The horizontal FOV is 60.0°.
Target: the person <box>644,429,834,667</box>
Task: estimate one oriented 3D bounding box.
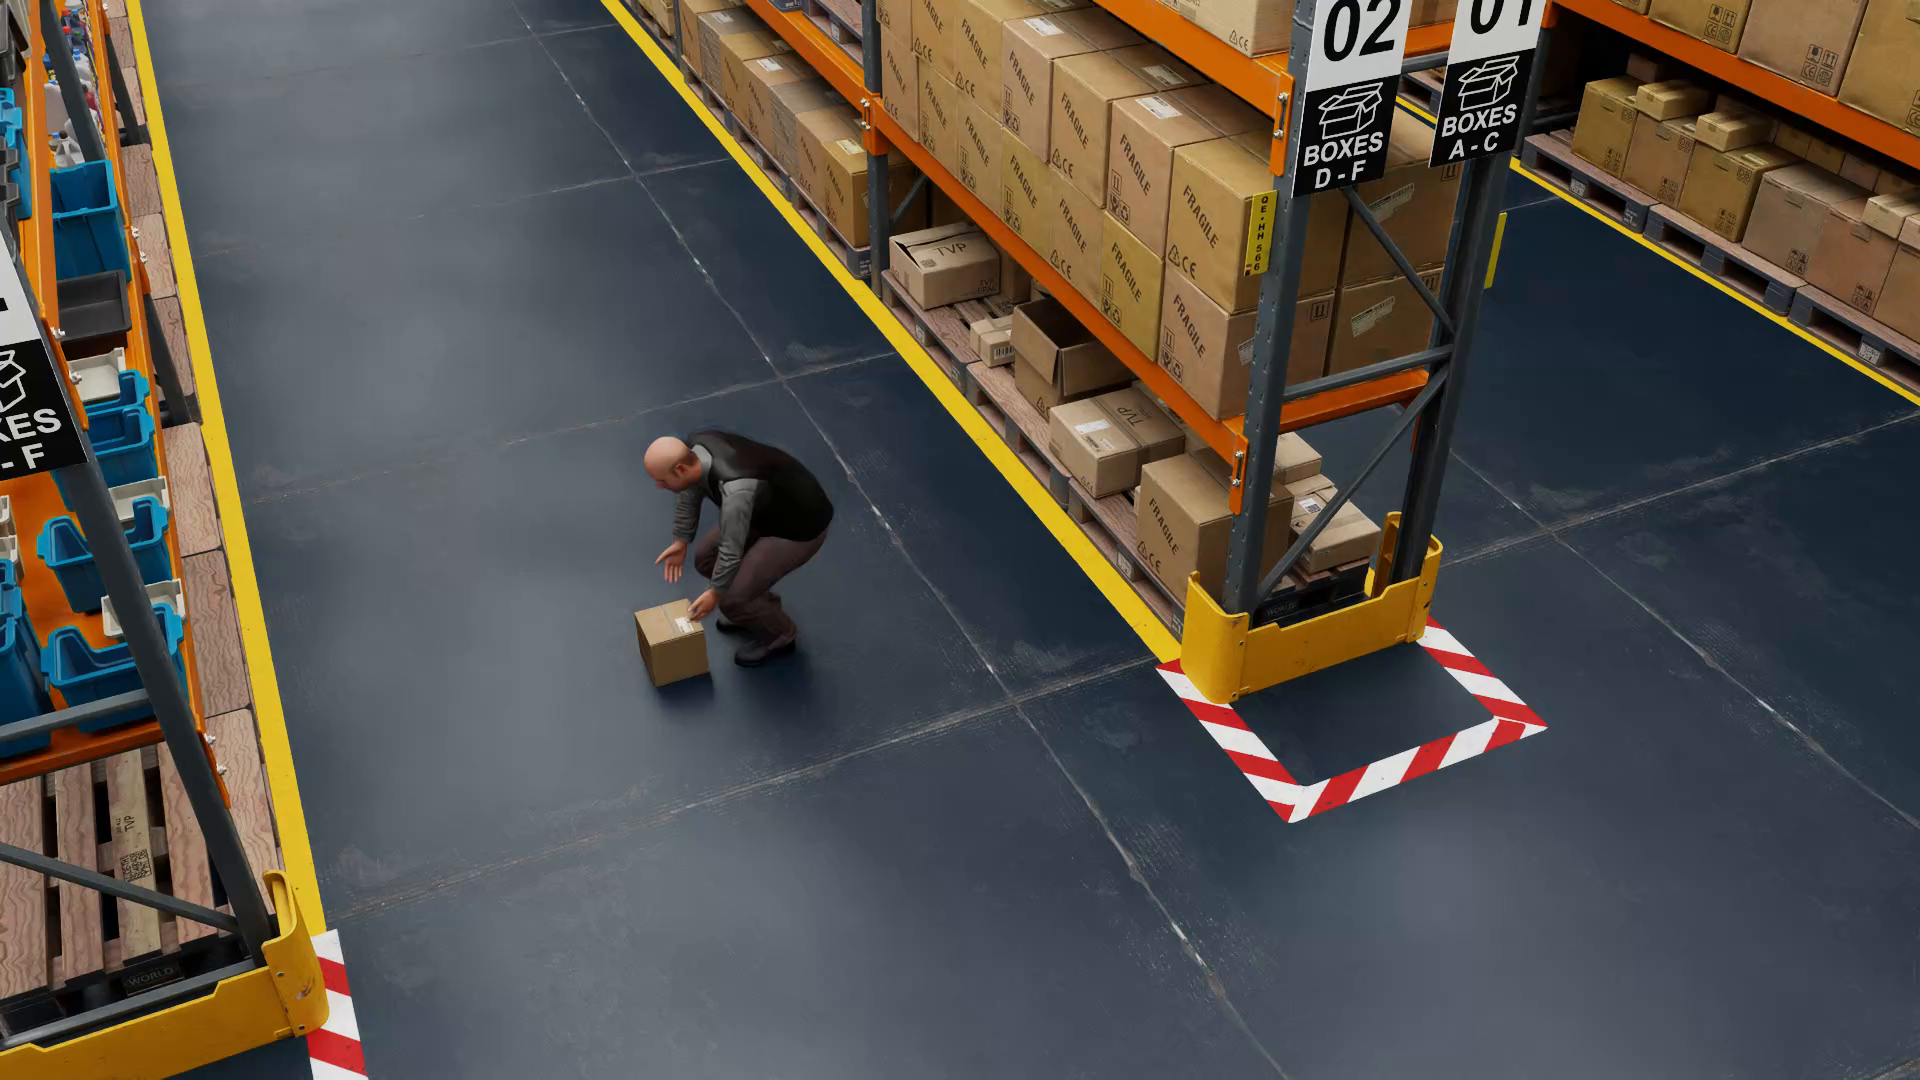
[{"bbox_3d":[-0.944,-0.002,7.301,0.794,1.218,0.582,-16,40,-20],"label":"person"}]
